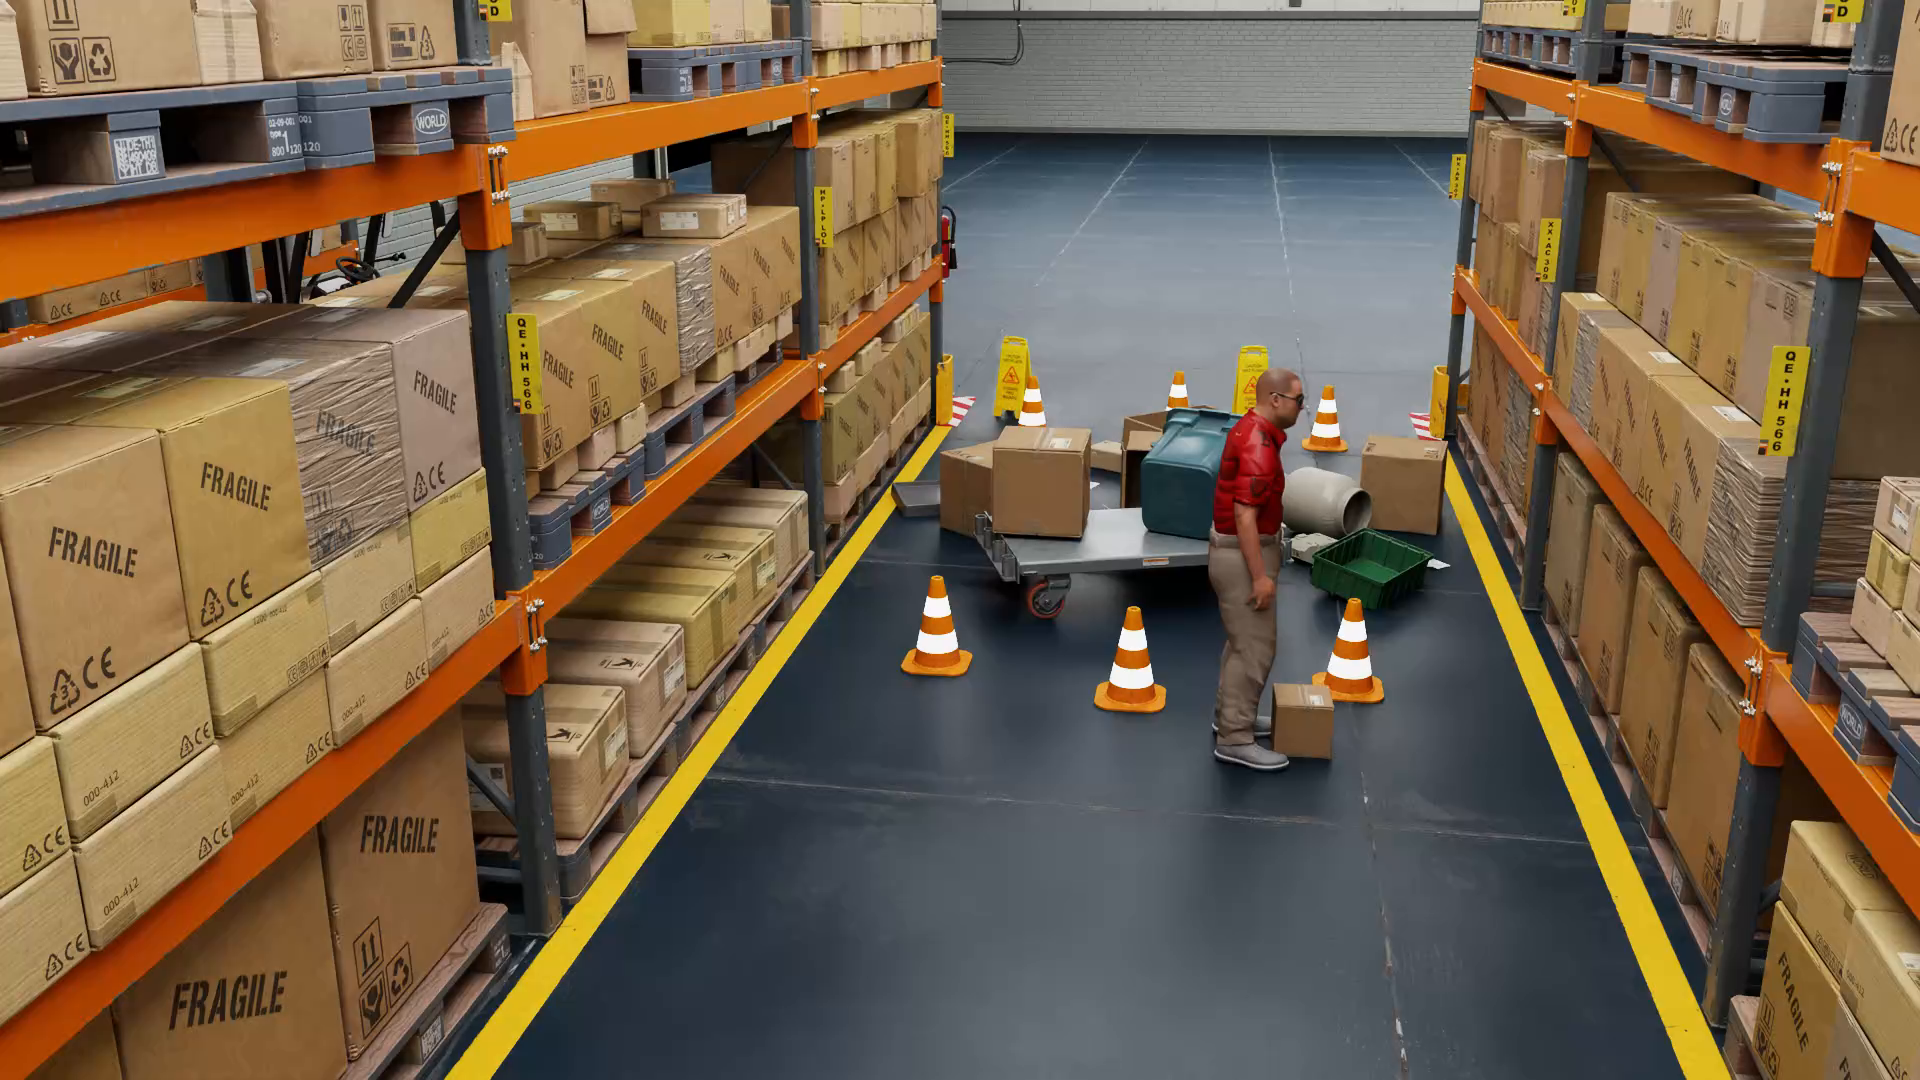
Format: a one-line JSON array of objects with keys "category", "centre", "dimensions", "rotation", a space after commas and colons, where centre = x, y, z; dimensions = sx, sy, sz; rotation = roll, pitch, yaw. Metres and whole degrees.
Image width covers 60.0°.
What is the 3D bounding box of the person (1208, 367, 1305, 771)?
[{"category": "person", "centre": [1.283, 0.099, 7.267], "dimensions": [0.390, 1.727, 0.586], "rotation": [3, 18, 8]}]
